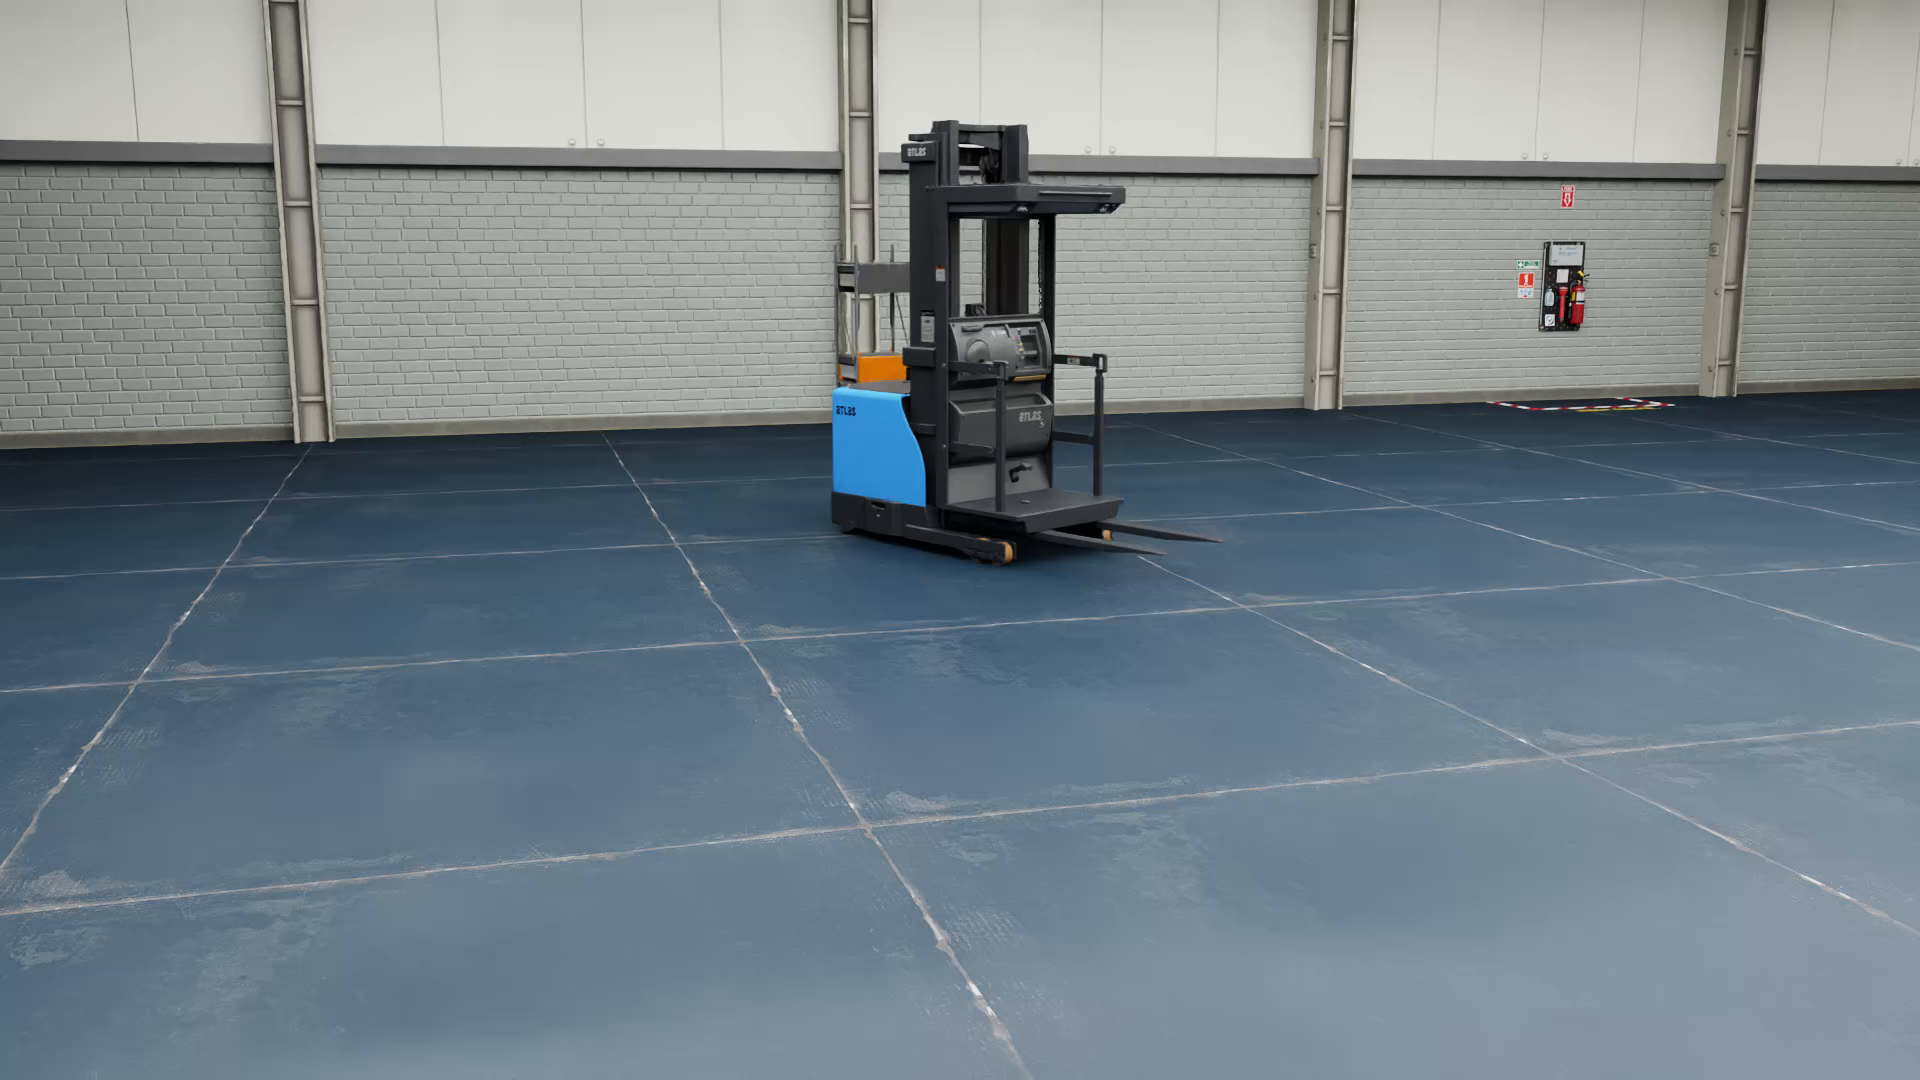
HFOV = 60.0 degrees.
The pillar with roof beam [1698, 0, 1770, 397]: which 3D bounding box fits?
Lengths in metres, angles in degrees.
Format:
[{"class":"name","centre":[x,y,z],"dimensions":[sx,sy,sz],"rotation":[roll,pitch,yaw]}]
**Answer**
[{"class":"pillar with roof beam","centre":[11.572,-5.655,17.907],"dimensions":[0.400,9.000,9.100],"rotation":[-3,11,-16]}]

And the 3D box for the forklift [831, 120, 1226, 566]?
[{"class":"forklift","centre":[0.435,-1.373,11.412],"dimensions":[1.130,2.935,3.031],"rotation":[-10,14,-44]}]

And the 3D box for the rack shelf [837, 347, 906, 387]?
[{"class":"rack shelf","centre":[-0.655,-1.219,12.944],"dimensions":[0.480,0.518,0.431],"rotation":[-6,12,-28]}]

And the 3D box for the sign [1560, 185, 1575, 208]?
[{"class":"sign","centre":[7.949,-4.491,21.754],"dimensions":[0.199,0.298,0.001],"rotation":[-3,11,-16]}]

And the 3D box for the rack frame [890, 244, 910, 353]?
[{"class":"rack frame","centre":[-0.441,-1.254,13.057],"dimensions":[0.015,2.100,0.400],"rotation":[-6,12,-28]}]

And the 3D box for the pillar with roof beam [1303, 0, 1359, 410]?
[{"class":"pillar with roof beam","centre":[5.811,-5.351,16.258],"dimensions":[0.400,9.000,9.100],"rotation":[-3,11,-16]}]

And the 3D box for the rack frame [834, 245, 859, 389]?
[{"class":"rack frame","centre":[-0.869,-1.211,12.825],"dimensions":[0.015,2.100,0.400],"rotation":[-6,12,-28]}]

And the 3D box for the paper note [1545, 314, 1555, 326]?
[{"class":"paper note","centre":[7.796,-2.904,21.968],"dimensions":[0.142,0.148,0.016],"rotation":[-3,11,-16]}]

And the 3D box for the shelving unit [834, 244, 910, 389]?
[{"class":"shelving unit","centre":[-0.655,-1.233,12.941],"dimensions":[0.503,2.100,0.431],"rotation":[-6,12,-28]}]

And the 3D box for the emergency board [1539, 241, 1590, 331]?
[{"class":"emergency board","centre":[7.985,-3.334,21.872],"dimensions":[0.643,1.169,0.194],"rotation":[-3,11,-16]}]

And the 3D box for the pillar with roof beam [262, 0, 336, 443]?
[{"class":"pillar with roof beam","centre":[-5.711,-4.744,12.959],"dimensions":[0.400,9.000,9.100],"rotation":[-3,11,-16]}]

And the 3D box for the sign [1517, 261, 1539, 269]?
[{"class":"sign","centre":[7.432,-3.601,21.759],"dimensions":[0.331,0.109,0.001],"rotation":[-3,11,-16]}]

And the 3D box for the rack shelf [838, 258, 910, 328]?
[{"class":"rack shelf","centre":[-0.656,-1.908,12.817],"dimensions":[0.480,0.518,0.431],"rotation":[-6,12,-28]}]

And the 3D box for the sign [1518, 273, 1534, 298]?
[{"class":"sign","centre":[7.425,-3.342,21.814],"dimensions":[0.234,0.329,0.001],"rotation":[-3,11,-16]}]

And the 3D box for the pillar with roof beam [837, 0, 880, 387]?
[{"class":"pillar with roof beam","centre":[0.050,-5.047,14.609],"dimensions":[0.400,9.000,9.100],"rotation":[-3,11,-16]}]
